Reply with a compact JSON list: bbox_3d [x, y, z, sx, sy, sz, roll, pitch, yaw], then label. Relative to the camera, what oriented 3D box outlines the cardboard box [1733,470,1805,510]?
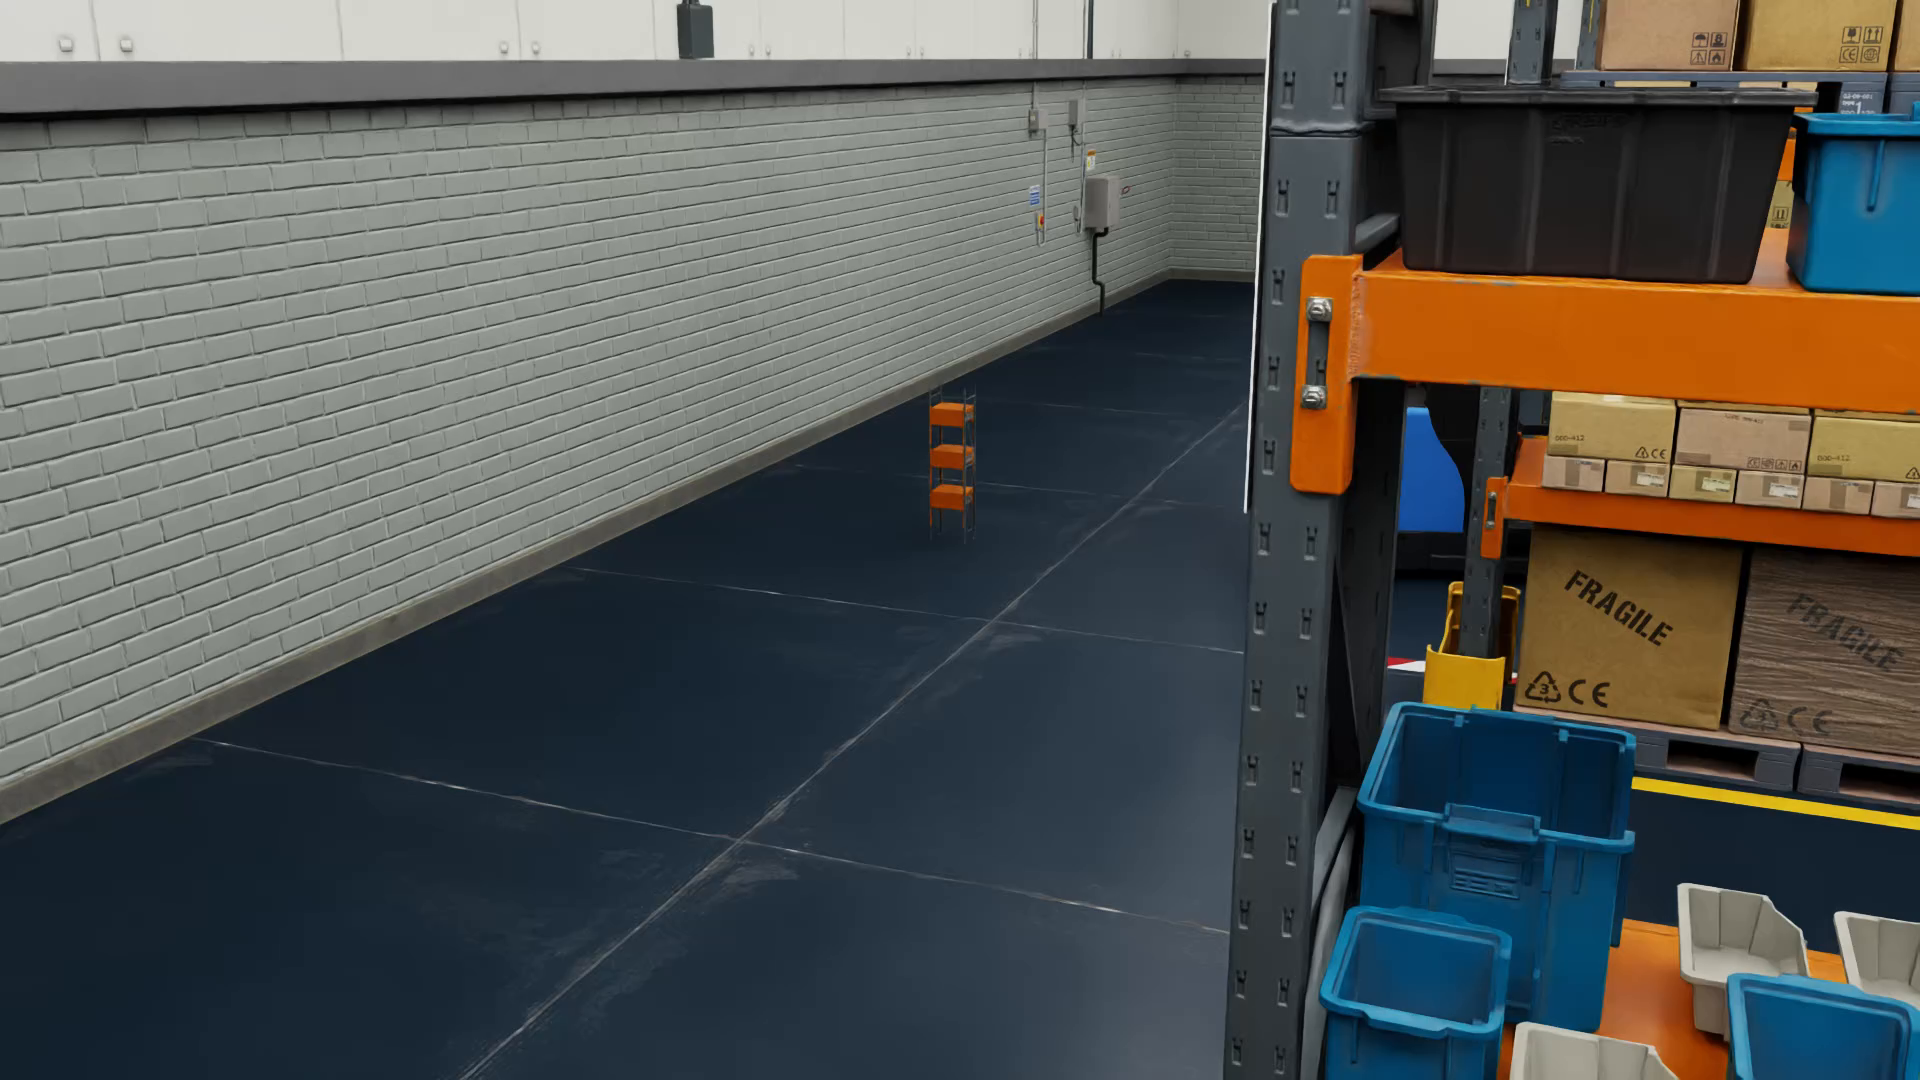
[{"bbox_3d":[3.457,-0.258,7.132,0.250,0.149,0.380,6,17,20],"label":"cardboard box"}]

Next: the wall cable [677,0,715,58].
[{"bbox_3d":[-1.468,-6.477,11.573,0.120,5.999,2.277,6,17,21],"label":"wall cable"}]

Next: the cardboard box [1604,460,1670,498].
[{"bbox_3d":[2.976,-0.310,7.313,0.250,0.149,0.380,6,17,20],"label":"cardboard box"}]

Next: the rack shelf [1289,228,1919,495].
[{"bbox_3d":[2.570,-0.185,2.339,4.000,0.370,1.077,6,17,21],"label":"rack shelf"}]

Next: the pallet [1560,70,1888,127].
[{"bbox_3d":[3.221,-1.903,7.129,1.213,0.211,1.003,6,17,21],"label":"pallet"}]

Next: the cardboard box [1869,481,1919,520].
[{"bbox_3d":[3.933,-0.205,6.951,0.250,0.149,0.380,6,17,20],"label":"cardboard box"}]

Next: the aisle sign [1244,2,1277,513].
[{"bbox_3d":[0.534,-0.473,2.759,0.004,0.787,0.394,6,17,21],"label":"aisle sign"}]

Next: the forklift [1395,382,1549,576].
[{"bbox_3d":[3.602,-1.281,10.330,3.031,2.935,1.130,2,16,7],"label":"forklift"}]

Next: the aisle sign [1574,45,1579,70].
[{"bbox_3d":[4.263,-3.033,11.577,0.004,0.787,0.394,6,17,21],"label":"aisle sign"}]

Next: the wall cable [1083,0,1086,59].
[{"bbox_3d":[1.047,-6.733,18.227,0.029,3.000,2.355,6,17,21],"label":"wall cable"}]

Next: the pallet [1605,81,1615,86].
[{"bbox_3d":[6.857,-4.474,15.982,1.213,0.211,1.003,6,17,21],"label":"pallet"}]

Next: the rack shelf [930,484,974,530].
[{"bbox_3d":[-0.050,-0.233,11.127,0.240,0.259,0.215,6,17,21],"label":"rack shelf"}]

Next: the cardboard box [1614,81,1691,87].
[{"bbox_3d":[4.765,-3.111,11.398,0.500,0.250,0.500,7,18,23],"label":"cardboard box"}]

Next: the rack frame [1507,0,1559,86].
[{"bbox_3d":[2.527,-3.460,6.950,0.127,3.000,1.000,6,17,21],"label":"rack frame"}]

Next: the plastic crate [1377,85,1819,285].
[{"bbox_3d":[0.966,-0.560,2.577,0.590,0.269,0.497,6,17,21],"label":"plastic crate"}]

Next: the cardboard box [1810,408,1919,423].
[{"bbox_3d":[3.824,-0.788,6.898,0.500,0.500,0.500,6,17,19],"label":"cardboard box"}]

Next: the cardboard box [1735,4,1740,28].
[{"bbox_3d":[5.115,-3.485,11.075,0.250,0.149,0.380,6,17,21],"label":"cardboard box"}]

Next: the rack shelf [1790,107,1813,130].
[{"bbox_3d":[6.302,-2.745,11.159,4.000,0.370,1.077,6,17,21],"label":"rack shelf"}]

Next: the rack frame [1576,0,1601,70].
[{"bbox_3d":[4.441,-4.736,11.346,0.127,3.000,1.000,6,17,21],"label":"rack frame"}]

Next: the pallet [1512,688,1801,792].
[{"bbox_3d":[3.300,0.822,7.963,1.213,0.211,1.003,6,17,21],"label":"pallet"}]

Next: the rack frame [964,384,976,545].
[{"bbox_3d":[0.064,-0.497,11.003,0.008,1.050,0.200,6,17,21],"label":"rack frame"}]

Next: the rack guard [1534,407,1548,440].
[{"bbox_3d":[4.512,-0.646,12.504,0.348,0.500,1.175,6,17,21],"label":"rack guard"}]

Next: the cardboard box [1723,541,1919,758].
[{"bbox_3d":[3.999,0.378,7.550,0.875,0.875,0.875,6,17,21],"label":"cardboard box"}]

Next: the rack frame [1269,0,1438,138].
[{"bbox_3d":[0.710,-2.175,2.525,0.127,3.000,1.000,6,17,21],"label":"rack frame"}]

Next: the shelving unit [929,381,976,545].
[{"bbox_3d":[-0.050,-0.510,11.046,0.252,1.050,0.215,6,17,21],"label":"shelving unit"}]

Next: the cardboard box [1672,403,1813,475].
[{"bbox_3d":[3.361,-0.479,7.178,0.500,0.250,0.500,6,17,20],"label":"cardboard box"}]

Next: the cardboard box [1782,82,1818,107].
[{"bbox_3d":[5.737,-3.007,11.039,0.500,0.250,0.500,6,17,19],"label":"cardboard box"}]

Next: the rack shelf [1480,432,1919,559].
[{"bbox_3d":[4.388,-0.029,7.182,4.000,0.370,1.077,6,17,21],"label":"rack shelf"}]

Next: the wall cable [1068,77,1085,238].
[{"bbox_3d":[1.419,-4.576,19.735,0.122,1.984,0.588,6,17,21],"label":"wall cable"}]

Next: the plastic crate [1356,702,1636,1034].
[{"bbox_3d":[1.090,0.646,3.397,0.499,0.435,0.616,6,17,21],"label":"plastic crate"}]

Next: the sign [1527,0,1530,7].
[{"bbox_3d":[2.318,-2.334,6.742,0.005,0.325,0.100,6,17,21],"label":"sign"}]

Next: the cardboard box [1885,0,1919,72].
[{"bbox_3d":[4.009,-2.148,6.702,0.500,0.500,0.700,5,17,17],"label":"cardboard box"}]

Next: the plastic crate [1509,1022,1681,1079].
[{"bbox_3d":[1.087,0.969,2.822,0.298,0.136,0.250,6,17,21],"label":"plastic crate"}]

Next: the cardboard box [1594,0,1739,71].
[{"bbox_3d":[3.031,-2.278,7.147,0.500,0.500,0.700,5,17,17],"label":"cardboard box"}]

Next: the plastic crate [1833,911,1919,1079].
[{"bbox_3d":[1.799,0.874,3.150,0.243,0.136,0.396,6,17,21],"label":"plastic crate"}]
